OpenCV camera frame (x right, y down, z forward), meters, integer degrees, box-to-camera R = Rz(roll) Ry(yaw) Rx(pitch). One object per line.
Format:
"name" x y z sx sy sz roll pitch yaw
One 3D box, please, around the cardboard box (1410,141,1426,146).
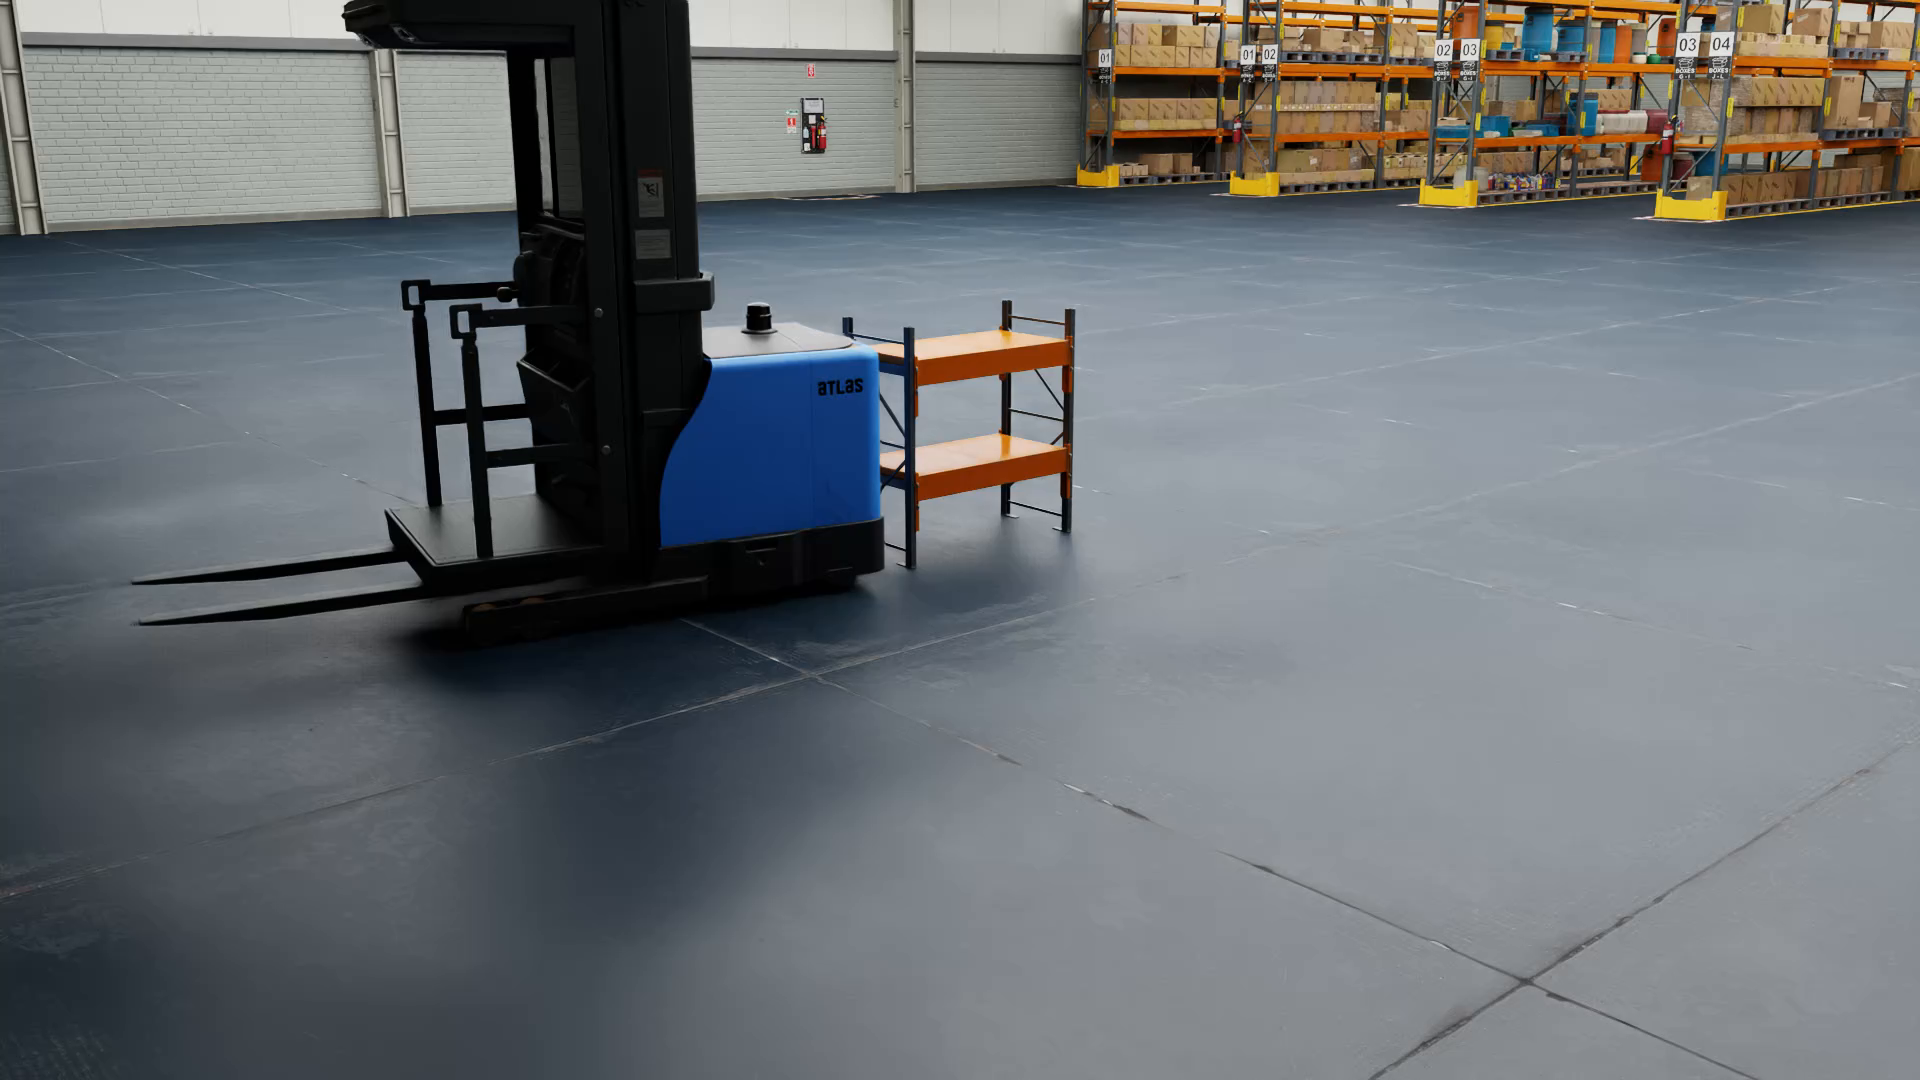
"cardboard box" 13.379 -11.594 48.617 0.250 0.149 0.380 -12 19 -38

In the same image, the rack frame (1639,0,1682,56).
"rack frame" 15.855 -12.449 37.417 0.127 3.000 1.000 -13 19 -39

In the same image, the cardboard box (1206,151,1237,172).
"cardboard box" 6.879 -9.934 43.620 0.500 0.500 0.700 -12 19 -38

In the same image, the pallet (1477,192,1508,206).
"pallet" 10.463 -7.006 34.071 1.213 0.211 1.003 -13 19 -39

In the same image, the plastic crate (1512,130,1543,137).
"plastic crate" 11.779 -8.421 34.474 0.437 0.136 0.530 -13 19 -39

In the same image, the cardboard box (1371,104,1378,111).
"cardboard box" 9.524 -10.111 38.842 0.250 0.149 0.380 -13 20 -39

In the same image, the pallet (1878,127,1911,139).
"pallet" 18.639 -8.352 34.076 1.003 0.211 1.213 -13 19 -39

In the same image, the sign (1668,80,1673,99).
"sign" 12.722 -8.054 29.735 0.005 0.325 0.100 -13 19 -39

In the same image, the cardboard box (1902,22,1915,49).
"cardboard box" 18.911 -10.196 33.632 0.500 0.500 0.500 -12 19 -38

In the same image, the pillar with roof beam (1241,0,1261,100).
"pillar with roof beam" 10.629 -13.487 41.306 0.400 9.000 9.100 -13 19 -39

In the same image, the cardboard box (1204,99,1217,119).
"cardboard box" 6.181 -10.961 42.270 0.500 0.500 0.500 -13 20 -39

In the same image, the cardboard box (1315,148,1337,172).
"cardboard box" 8.255 -8.698 38.061 0.500 0.500 0.500 -13 19 -39

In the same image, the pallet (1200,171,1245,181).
"pallet" 6.921 -9.586 43.730 1.213 0.211 1.003 -13 19 -39

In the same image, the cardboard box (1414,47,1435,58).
"cardboard box" 11.072 -11.729 40.013 0.500 0.250 0.500 14 20 42

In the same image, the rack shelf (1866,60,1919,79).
"rack shelf" 20.615 -10.026 35.555 4.000 0.370 1.077 -13 19 -39

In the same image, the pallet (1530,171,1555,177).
"pallet" 15.035 -9.700 44.157 1.213 0.211 1.003 -13 19 -39

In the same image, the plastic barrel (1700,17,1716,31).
"plastic barrel" 17.686 -11.803 39.028 0.708 0.901 0.600 -13 19 -39

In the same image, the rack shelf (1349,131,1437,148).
"rack shelf" 11.098 -9.829 40.628 4.000 0.370 1.077 -13 19 -39

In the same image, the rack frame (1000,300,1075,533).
"rack frame" 0.389 -0.631 8.432 0.032 1.125 0.500 -13 19 -39

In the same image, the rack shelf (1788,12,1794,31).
"rack shelf" 20.382 -12.924 41.367 4.000 0.370 1.077 -13 19 -39

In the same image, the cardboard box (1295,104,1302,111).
"cardboard box" 7.395 -9.633 37.052 0.250 0.149 0.380 -13 19 -39

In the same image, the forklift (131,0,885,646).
"forklift" -1.886 -1.147 6.863 3.031 2.935 1.130 -8 17 -27

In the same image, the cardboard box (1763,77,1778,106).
"cardboard box" 14.423 -8.114 30.108 0.500 0.500 0.500 -13 19 -39

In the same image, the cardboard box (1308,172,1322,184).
"cardboard box" 7.874 -8.252 37.845 0.500 0.250 0.500 -13 19 -39

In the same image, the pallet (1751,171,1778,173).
"pallet" 21.243 -9.426 43.130 1.213 0.211 1.003 -13 19 -39

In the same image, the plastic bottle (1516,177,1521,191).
"plastic bottle" 11.575 -7.376 34.464 0.133 0.283 0.061 -12 19 -38

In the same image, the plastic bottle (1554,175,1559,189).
"plastic bottle" 12.691 -7.627 35.403 0.133 0.283 0.061 -11 19 -37

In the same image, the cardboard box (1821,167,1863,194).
"cardboard box" 17.781 -7.280 33.682 0.500 0.500 0.700 -11 18 -35

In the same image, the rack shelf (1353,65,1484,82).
"rack shelf" 11.098 -11.278 40.241 4.000 0.370 1.077 -13 19 -39

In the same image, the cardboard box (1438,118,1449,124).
"cardboard box" 11.805 -10.358 41.389 0.500 0.311 0.500 -13 20 -40

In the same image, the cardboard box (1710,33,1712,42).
"cardboard box" 13.350 -8.929 29.572 0.250 0.149 0.380 -13 20 -41

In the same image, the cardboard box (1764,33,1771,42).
"cardboard box" 14.238 -8.966 29.710 0.250 0.149 0.380 -13 20 -40

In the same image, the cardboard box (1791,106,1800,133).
"cardboard box" 15.309 -7.958 31.461 0.500 0.500 0.875 -13 19 -39

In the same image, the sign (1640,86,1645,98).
"sign" 18.991 -12.471 46.270 0.005 0.325 0.100 -13 19 -39

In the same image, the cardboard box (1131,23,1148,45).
"cardboard box" 4.179 -12.207 40.155 0.500 0.500 0.500 -13 20 -40

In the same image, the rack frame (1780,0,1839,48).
"rack frame" 16.089 -10.807 31.270 0.127 3.000 1.000 -13 19 -39

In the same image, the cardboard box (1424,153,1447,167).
"cardboard box" 11.603 -9.350 40.868 0.500 0.311 0.500 -13 20 -40

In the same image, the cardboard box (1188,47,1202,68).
"cardboard box" 5.726 -12.092 41.660 0.500 0.500 0.500 14 20 42

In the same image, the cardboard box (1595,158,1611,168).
"cardboard box" 17.657 -10.459 46.070 0.500 0.250 0.500 -13 19 -39

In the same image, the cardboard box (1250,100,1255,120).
"cardboard box" 7.643 -11.353 43.893 0.500 0.500 0.700 -10 18 -32

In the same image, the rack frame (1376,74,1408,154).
"rack frame" 12.369 -12.157 47.948 0.127 3.000 1.000 -13 19 -39

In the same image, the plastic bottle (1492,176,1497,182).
"plastic bottle" 11.231 -7.549 35.124 0.135 0.276 0.152 -13 20 -41

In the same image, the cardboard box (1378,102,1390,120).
"cardboard box" 11.808 -12.143 47.087 0.500 0.500 0.500 -12 19 -39

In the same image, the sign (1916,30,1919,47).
"sign" 19.461 -10.179 33.731 0.005 0.325 0.100 -13 19 -39

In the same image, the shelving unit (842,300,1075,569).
"shelving unit" 0.005 -0.545 8.109 1.048 1.125 0.538 -13 19 -39

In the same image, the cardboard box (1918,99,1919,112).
"cardboard box" 20.162 -9.350 35.302 0.637 0.503 0.797 -12 19 -38

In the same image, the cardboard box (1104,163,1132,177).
"cardboard box" 3.898 -9.137 41.001 0.500 0.311 0.500 13 20 41

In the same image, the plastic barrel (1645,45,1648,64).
"plastic barrel" 15.420 -11.060 37.816 0.421 0.512 0.421 0 15 0

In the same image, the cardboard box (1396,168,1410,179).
"cardboard box" 10.442 -8.818 39.966 0.500 0.250 0.500 -12 19 -38

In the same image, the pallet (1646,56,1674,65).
"pallet" 16.497 -11.019 38.242 1.213 0.211 1.003 -13 19 -39

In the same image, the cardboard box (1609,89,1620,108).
"cardboard box" 17.718 -12.098 45.599 0.500 0.500 0.500 -12 19 -38

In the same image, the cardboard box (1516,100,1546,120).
"cardboard box" 15.120 -11.407 44.136 0.700 0.500 0.500 8 17 28

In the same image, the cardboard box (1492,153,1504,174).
"cardboard box" 13.529 -9.631 42.486 0.500 0.500 0.500 -14 20 -41

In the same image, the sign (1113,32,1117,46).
"sign" 3.673 -11.890 39.443 0.005 0.325 0.100 -13 19 -39

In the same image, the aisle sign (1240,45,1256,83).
"aisle sign" 6.329 -10.462 36.567 0.004 0.787 0.394 -13 19 -39

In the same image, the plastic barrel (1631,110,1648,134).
"plastic barrel" 15.219 -9.388 37.369 0.421 0.512 0.421 0 15 0

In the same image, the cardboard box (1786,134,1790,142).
"cardboard box" 15.306 -7.541 31.158 0.250 0.149 0.380 -13 19 -39
